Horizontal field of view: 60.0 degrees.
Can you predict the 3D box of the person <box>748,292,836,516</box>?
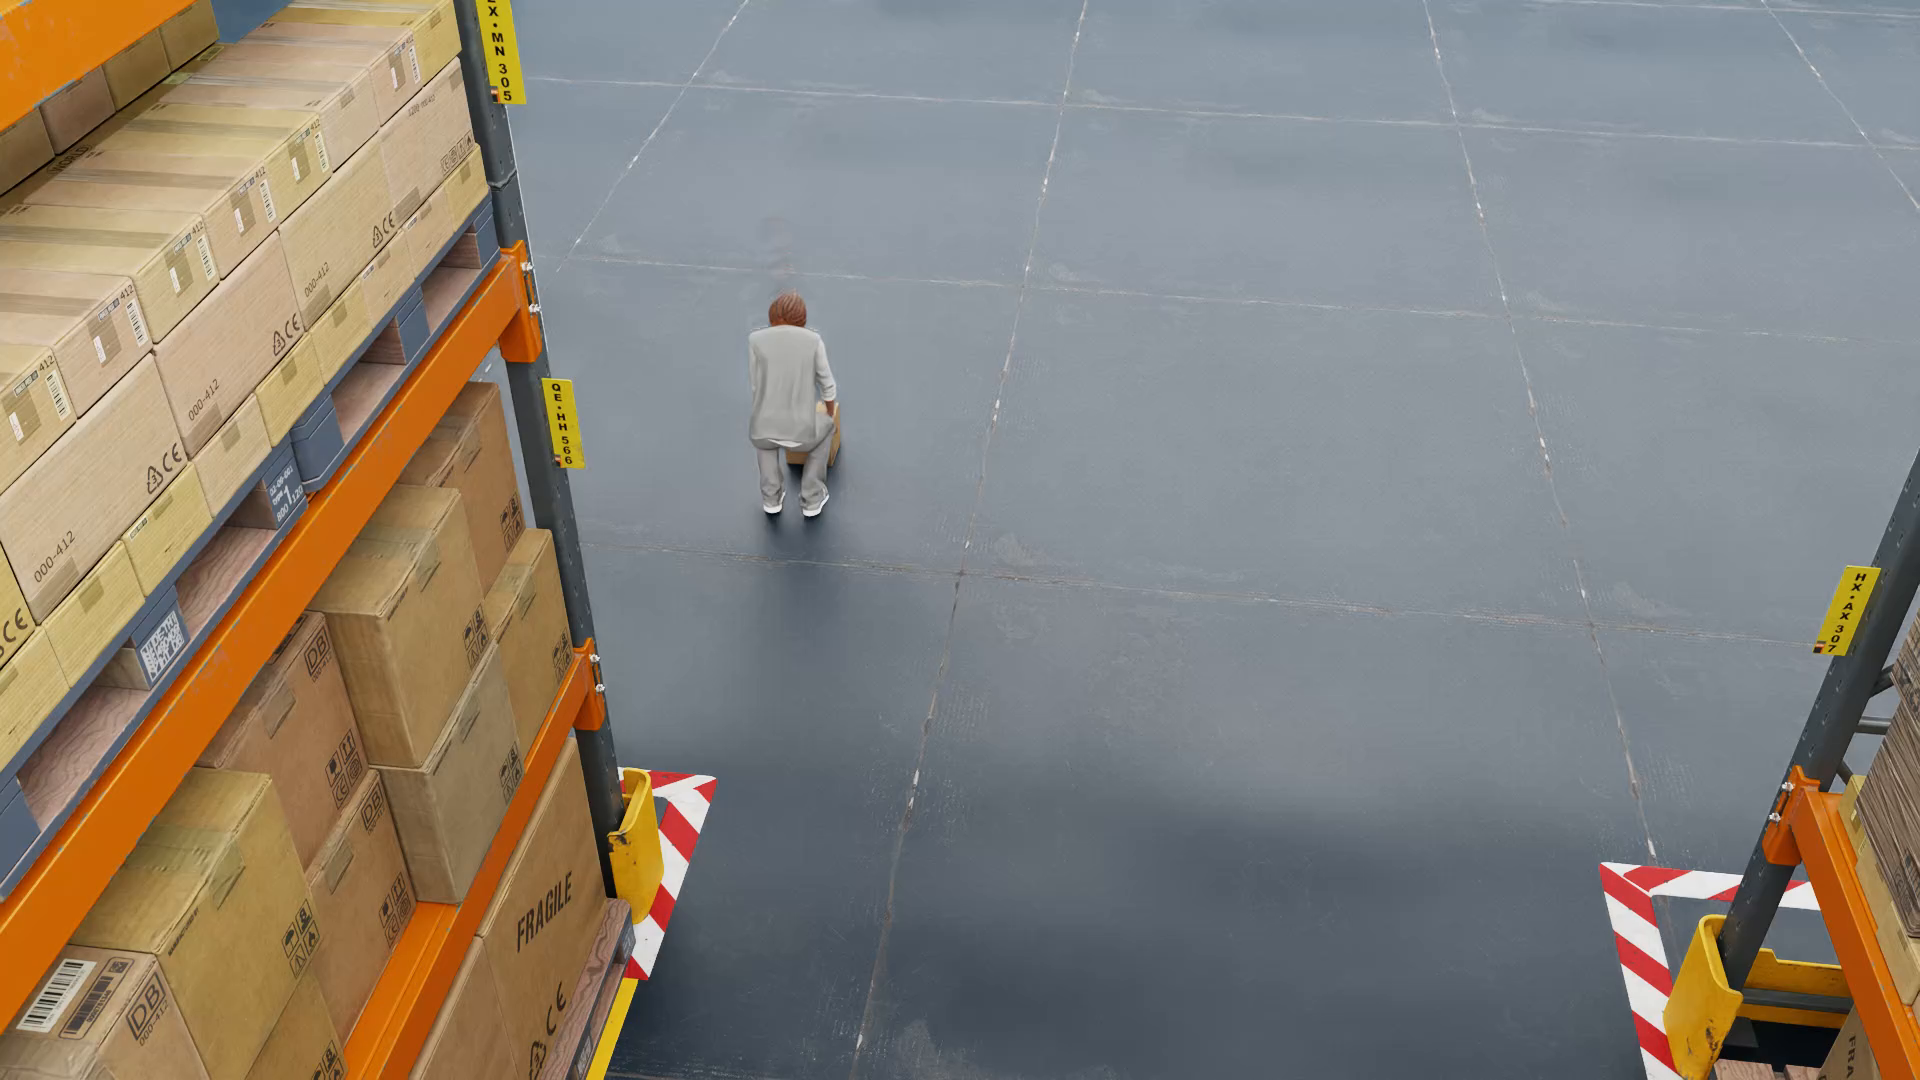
[{"bbox_3d":[-0.872,-0.651,8.405,0.456,1.022,0.769,4,37,6],"label":"person"}]
